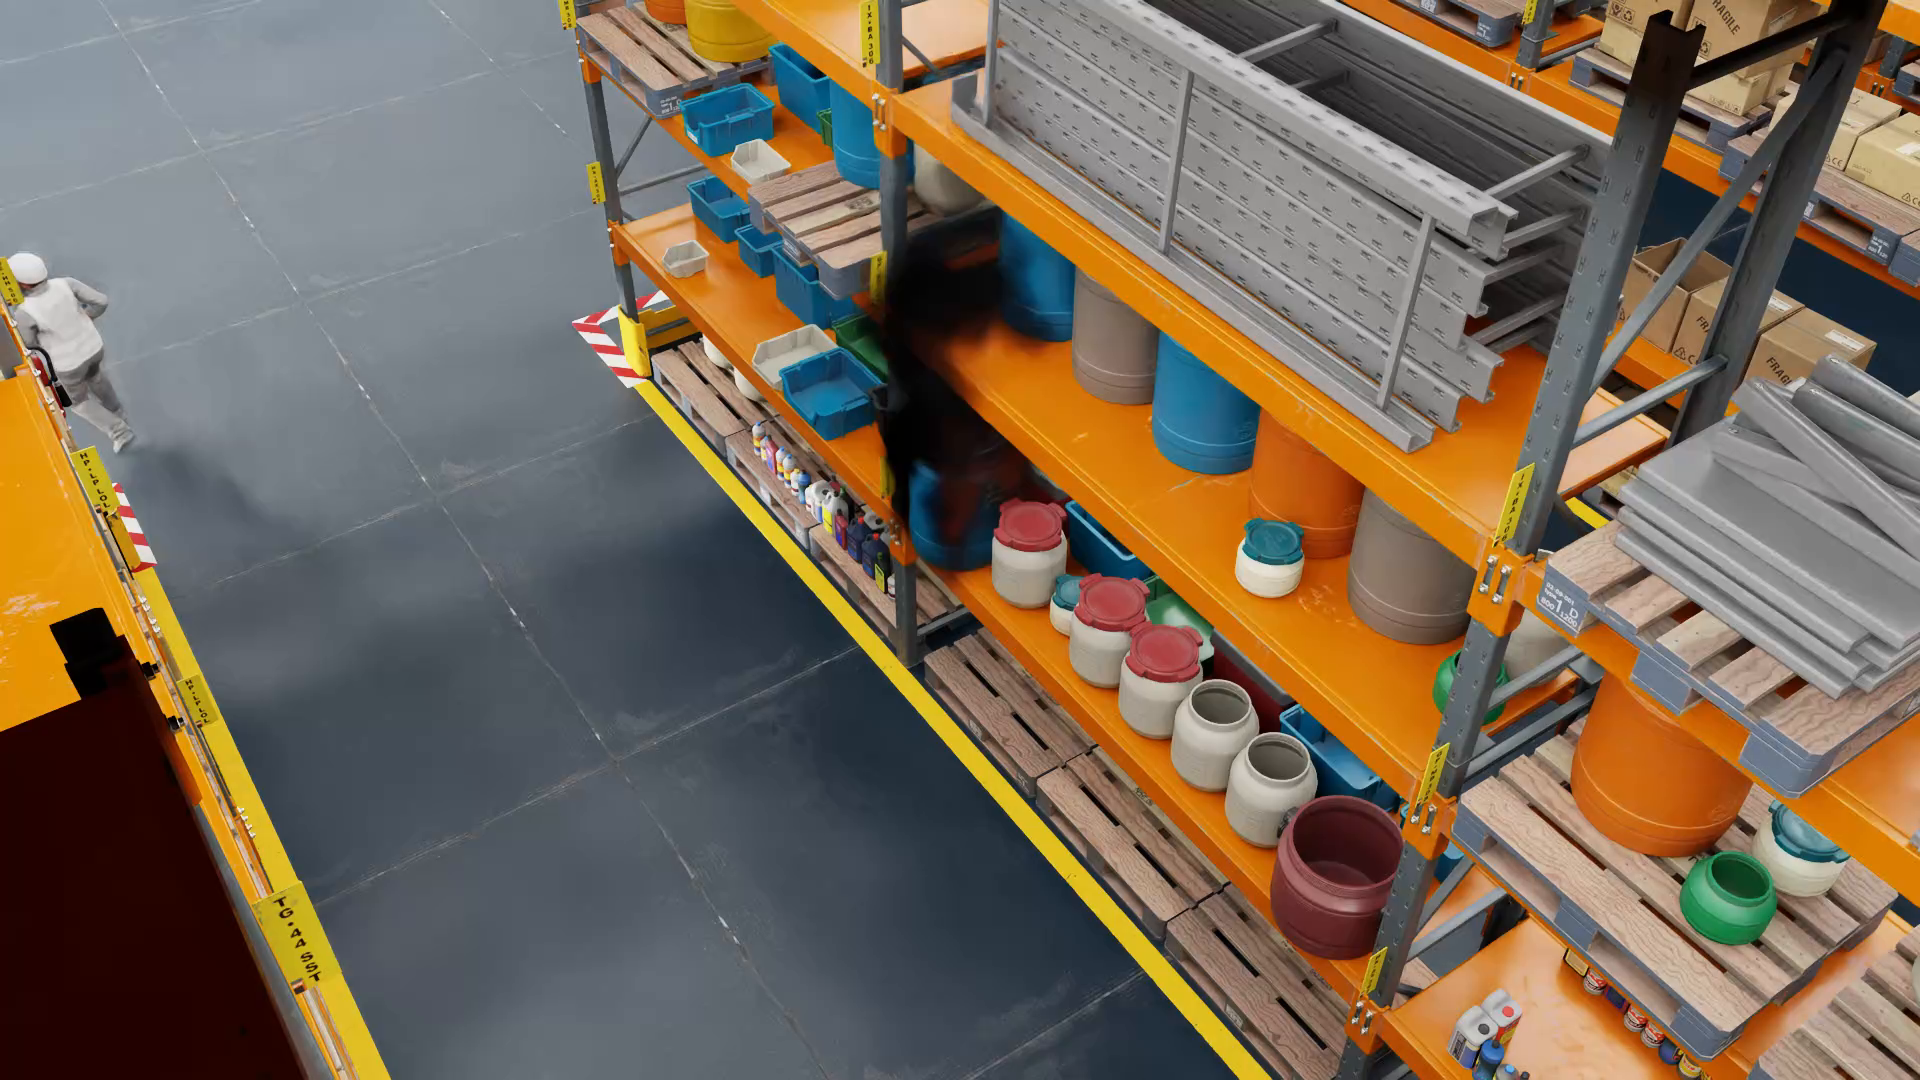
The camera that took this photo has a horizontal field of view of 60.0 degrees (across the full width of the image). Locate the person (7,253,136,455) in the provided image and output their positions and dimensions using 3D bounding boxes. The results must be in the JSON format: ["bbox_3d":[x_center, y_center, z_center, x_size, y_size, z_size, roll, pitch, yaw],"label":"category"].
[{"bbox_3d":[-6.406,-1.335,11.961,0.855,1.740,0.683,20,46,21],"label":"person"}]
